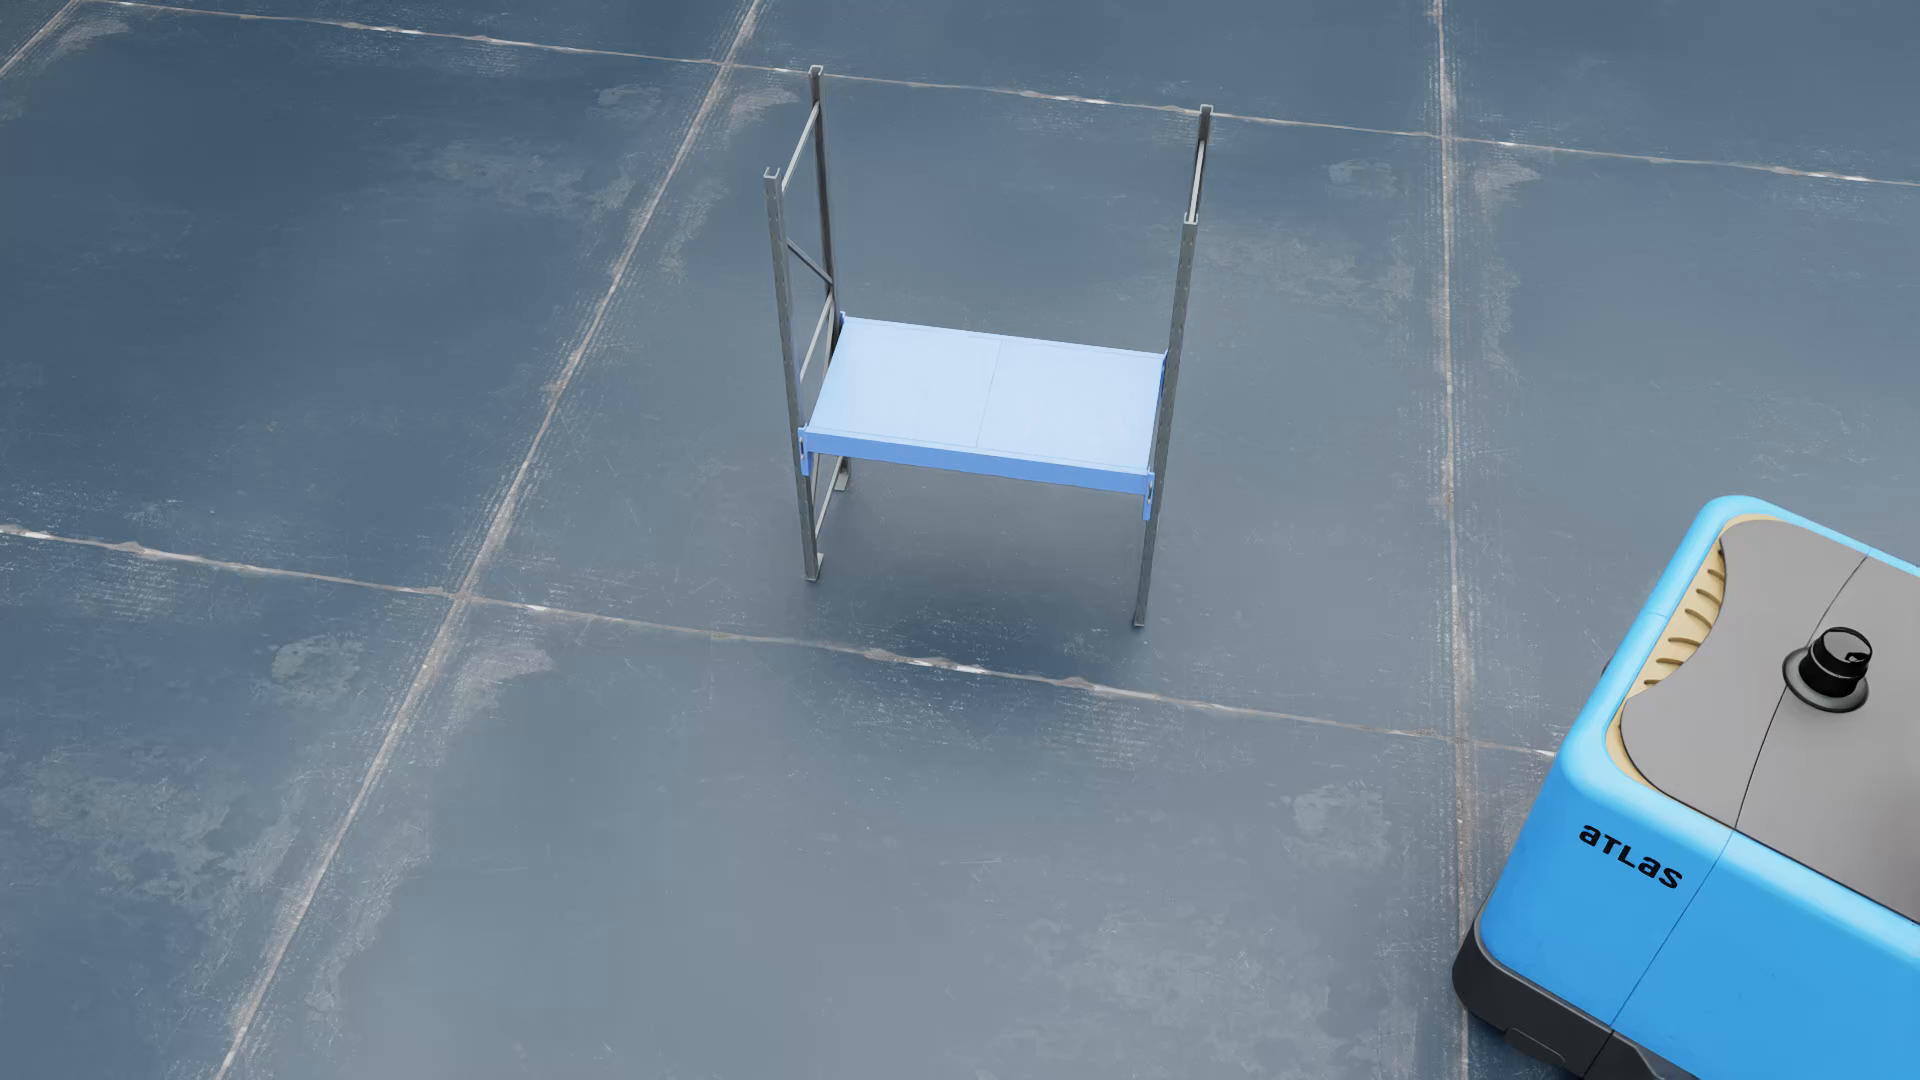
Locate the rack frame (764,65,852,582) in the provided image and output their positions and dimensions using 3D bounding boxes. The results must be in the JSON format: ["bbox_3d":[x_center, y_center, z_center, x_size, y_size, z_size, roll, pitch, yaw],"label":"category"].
[{"bbox_3d":[-0.416,-0.557,4.742,0.032,1.500,0.500,8,49,7],"label":"rack frame"}]

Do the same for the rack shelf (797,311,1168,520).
[{"bbox_3d":[0.084,-0.370,4.816,1.000,0.185,0.538,8,49,7],"label":"rack shelf"}]

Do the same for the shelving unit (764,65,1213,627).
[{"bbox_3d":[0.084,-0.490,4.682,1.048,1.500,0.538,8,49,7],"label":"shelving unit"}]

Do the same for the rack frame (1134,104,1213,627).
[{"bbox_3d":[0.584,-0.423,4.622,0.032,1.500,0.500,8,49,7],"label":"rack frame"}]

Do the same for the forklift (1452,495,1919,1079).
[{"bbox_3d":[2.720,0.544,2.791,3.031,2.935,1.130,29,54,23],"label":"forklift"}]
